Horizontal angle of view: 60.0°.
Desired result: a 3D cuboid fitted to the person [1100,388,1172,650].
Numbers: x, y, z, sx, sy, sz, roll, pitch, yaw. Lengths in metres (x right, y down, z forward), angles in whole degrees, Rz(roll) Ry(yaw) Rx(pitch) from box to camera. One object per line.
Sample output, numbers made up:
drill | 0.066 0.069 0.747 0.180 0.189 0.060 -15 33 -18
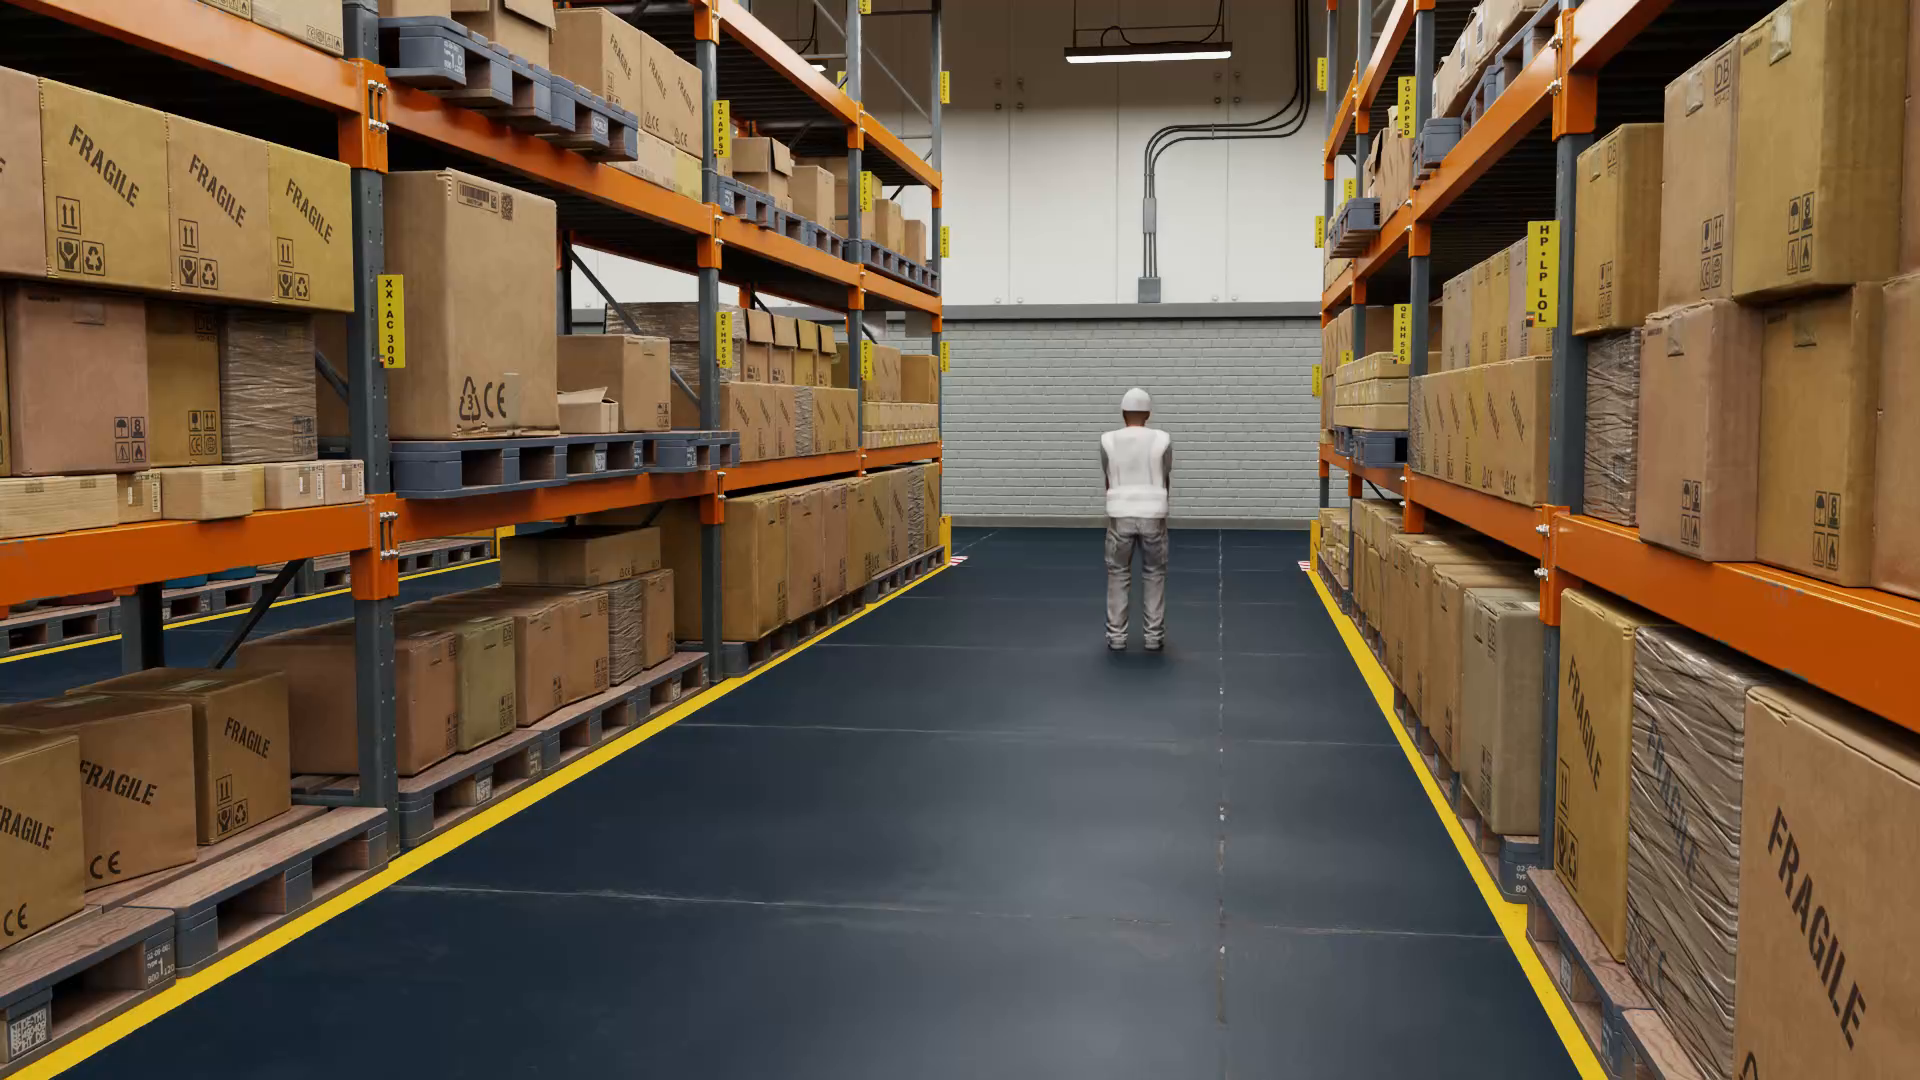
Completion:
person | 1.210 -0.153 11.440 0.491 1.781 0.582 1 4 8
